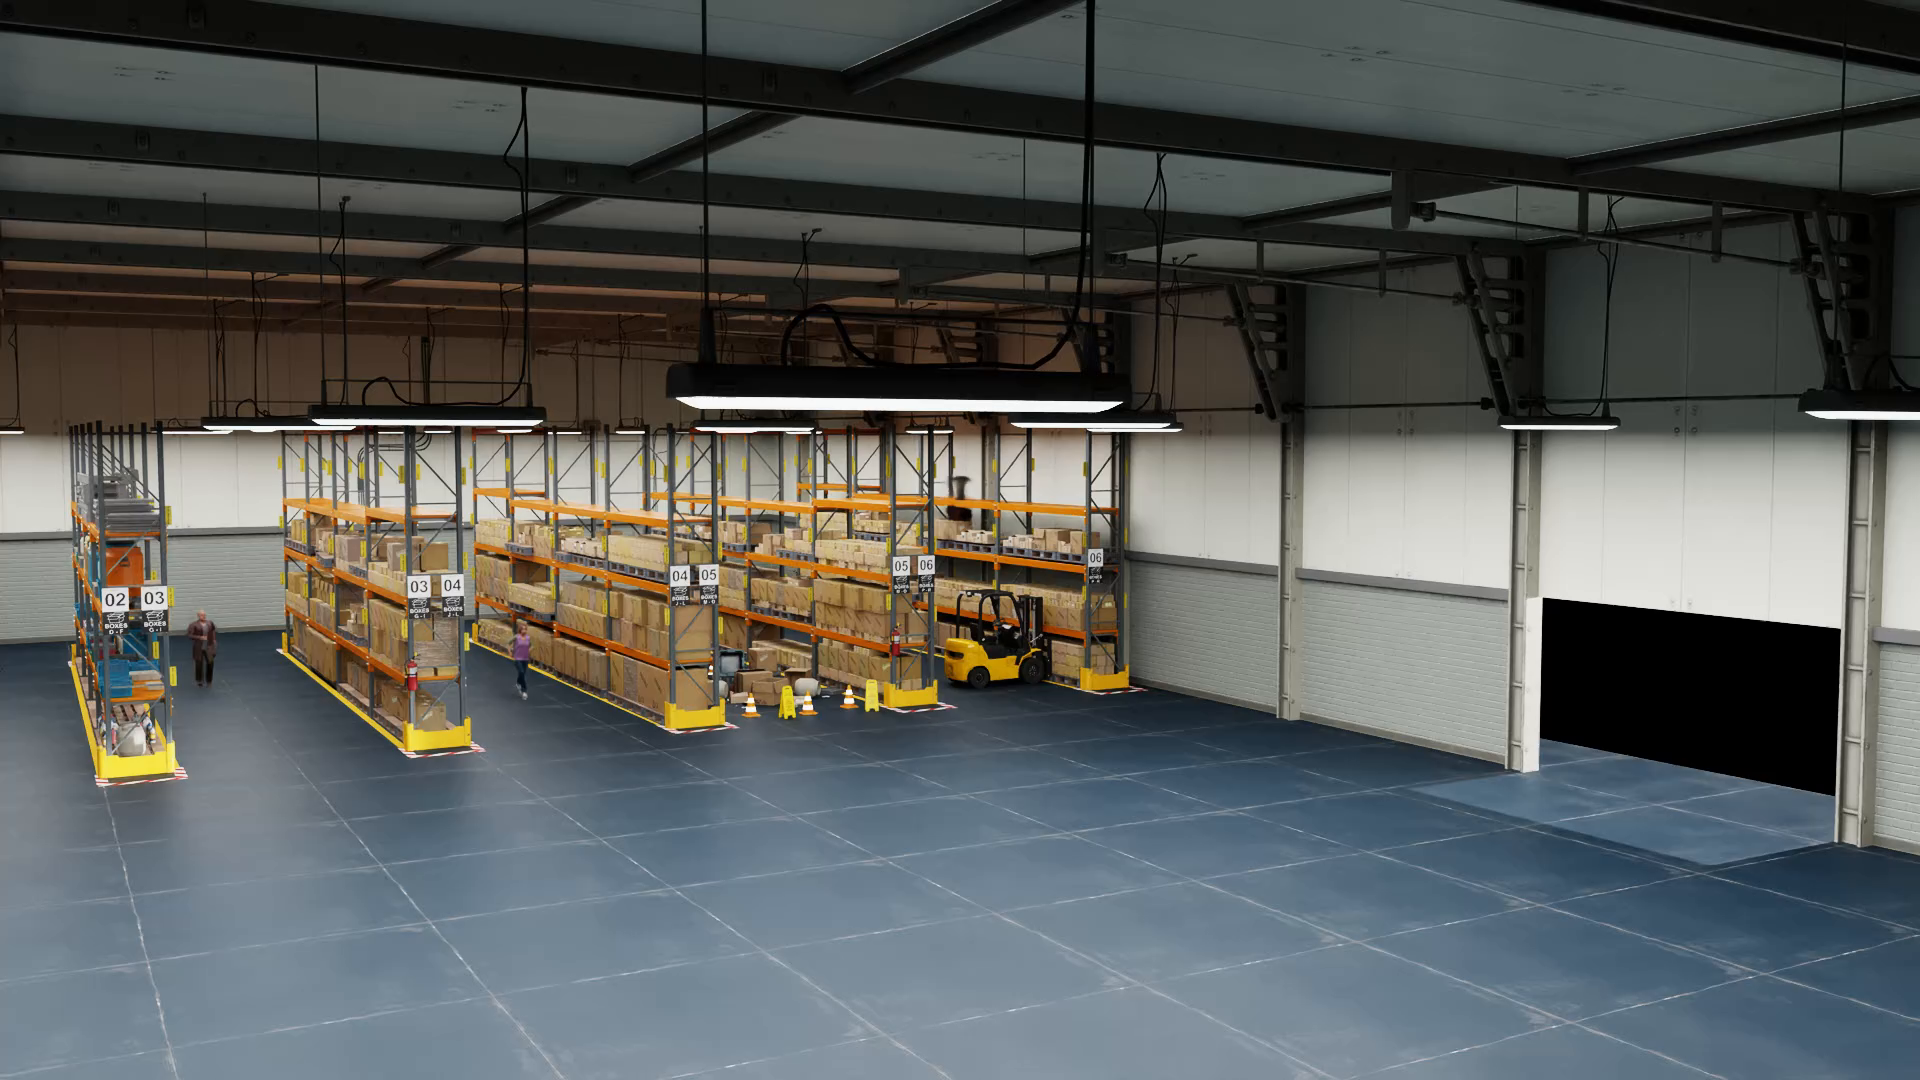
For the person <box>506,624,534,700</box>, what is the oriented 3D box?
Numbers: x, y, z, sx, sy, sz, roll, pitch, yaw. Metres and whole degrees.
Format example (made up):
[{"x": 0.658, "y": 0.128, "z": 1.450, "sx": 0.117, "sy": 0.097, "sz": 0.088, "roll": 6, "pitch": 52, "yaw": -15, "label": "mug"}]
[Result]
[{"x": -9.681, "y": 2.657, "z": 36.624, "sx": 0.571, "sy": 1.621, "sz": 0.869, "roll": -3, "pitch": 4, "yaw": -36, "label": "person"}]

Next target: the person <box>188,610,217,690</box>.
[{"x": -17.217, "y": 2.506, "z": 37.813, "sx": 0.649, "sy": 1.836, "sz": 0.910, "roll": -2, "pitch": 4, "yaw": -35, "label": "person"}]
